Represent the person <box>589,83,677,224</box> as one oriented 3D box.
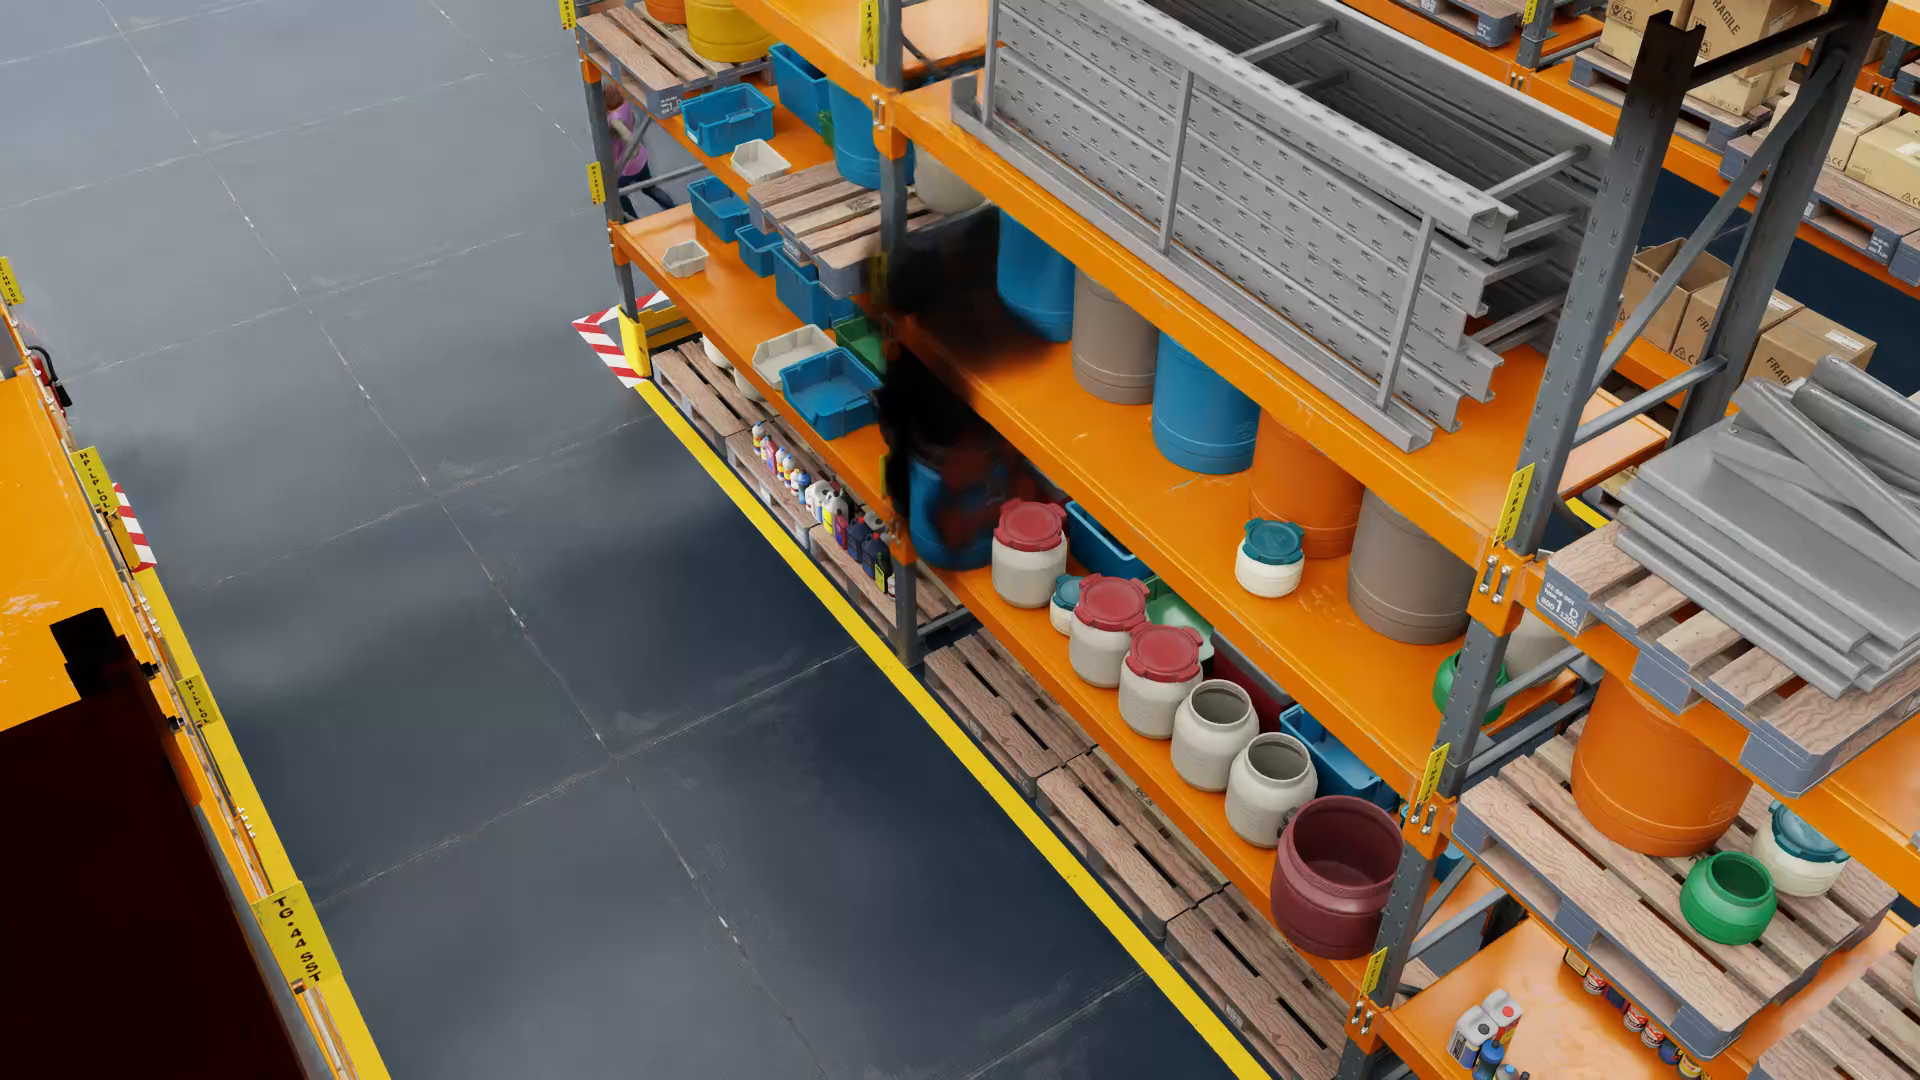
[{"bbox_3d":[-2.765,-3.131,14.000,0.736,1.600,0.565,9,43,10],"label":"person"}]
